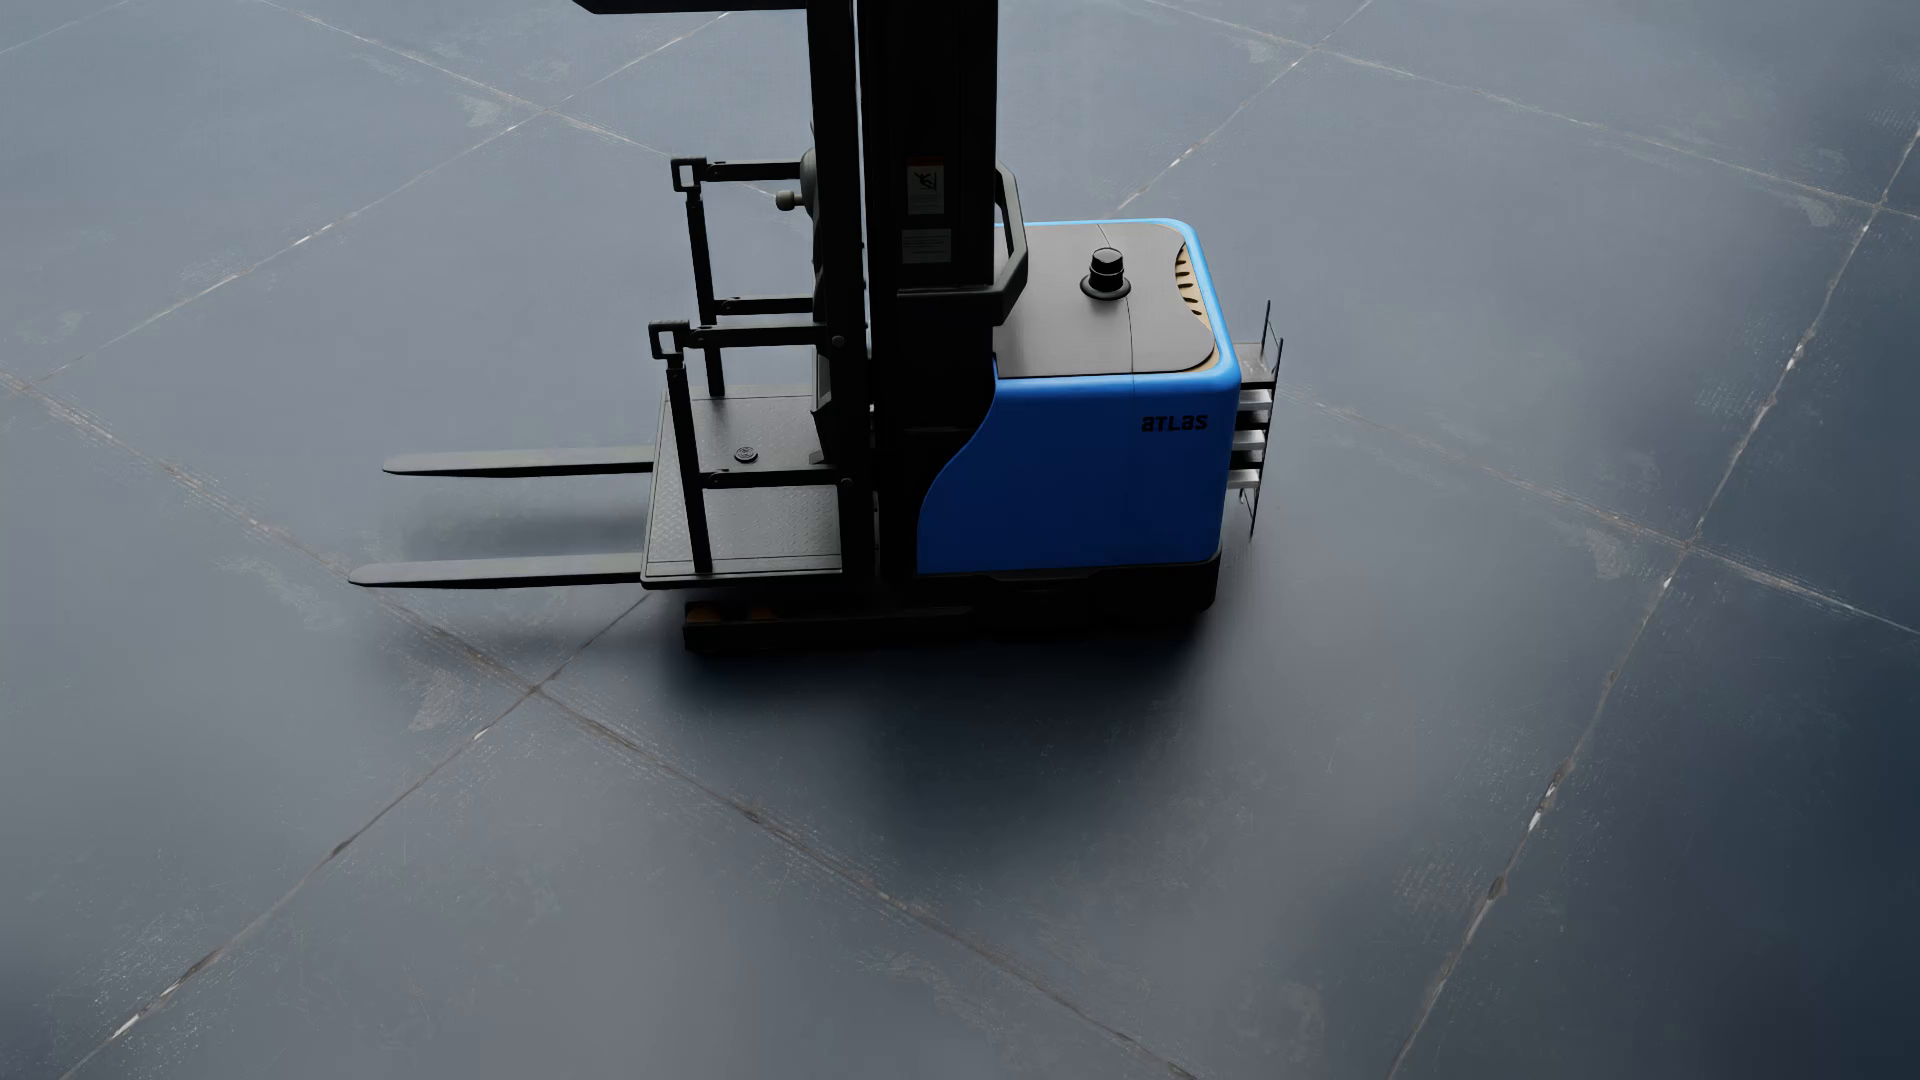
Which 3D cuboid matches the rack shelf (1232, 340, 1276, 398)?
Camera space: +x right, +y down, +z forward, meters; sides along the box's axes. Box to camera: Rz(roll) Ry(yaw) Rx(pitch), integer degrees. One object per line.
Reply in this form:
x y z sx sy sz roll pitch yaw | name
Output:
0.991 -0.603 5.894 0.200 0.077 0.258 -2 42 -3 | rack shelf

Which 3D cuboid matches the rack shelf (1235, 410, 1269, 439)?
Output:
0.991 -0.469 6.014 0.200 0.077 0.258 -2 42 -3 | rack shelf

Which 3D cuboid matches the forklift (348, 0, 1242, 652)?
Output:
-0.629 -1.066 5.243 3.031 2.935 1.130 -2 42 -3 | forklift

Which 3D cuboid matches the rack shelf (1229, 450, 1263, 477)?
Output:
0.991 -0.335 6.134 0.200 0.077 0.258 -2 42 -3 | rack shelf

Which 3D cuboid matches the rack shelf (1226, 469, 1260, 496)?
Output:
0.991 -0.268 6.194 0.200 0.077 0.258 -2 42 -3 | rack shelf

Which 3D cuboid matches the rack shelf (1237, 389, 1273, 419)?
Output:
0.991 -0.536 5.954 0.200 0.077 0.258 -2 42 -3 | rack shelf

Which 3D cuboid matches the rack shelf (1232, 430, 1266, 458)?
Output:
0.991 -0.402 6.074 0.200 0.077 0.258 -2 42 -3 | rack shelf

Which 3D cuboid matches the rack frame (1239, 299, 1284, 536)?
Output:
1.093 -0.431 6.057 0.006 0.900 0.240 -2 42 -3 | rack frame

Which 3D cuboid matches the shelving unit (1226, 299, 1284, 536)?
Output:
0.991 -0.427 6.052 0.210 0.900 0.258 -2 42 -3 | shelving unit
